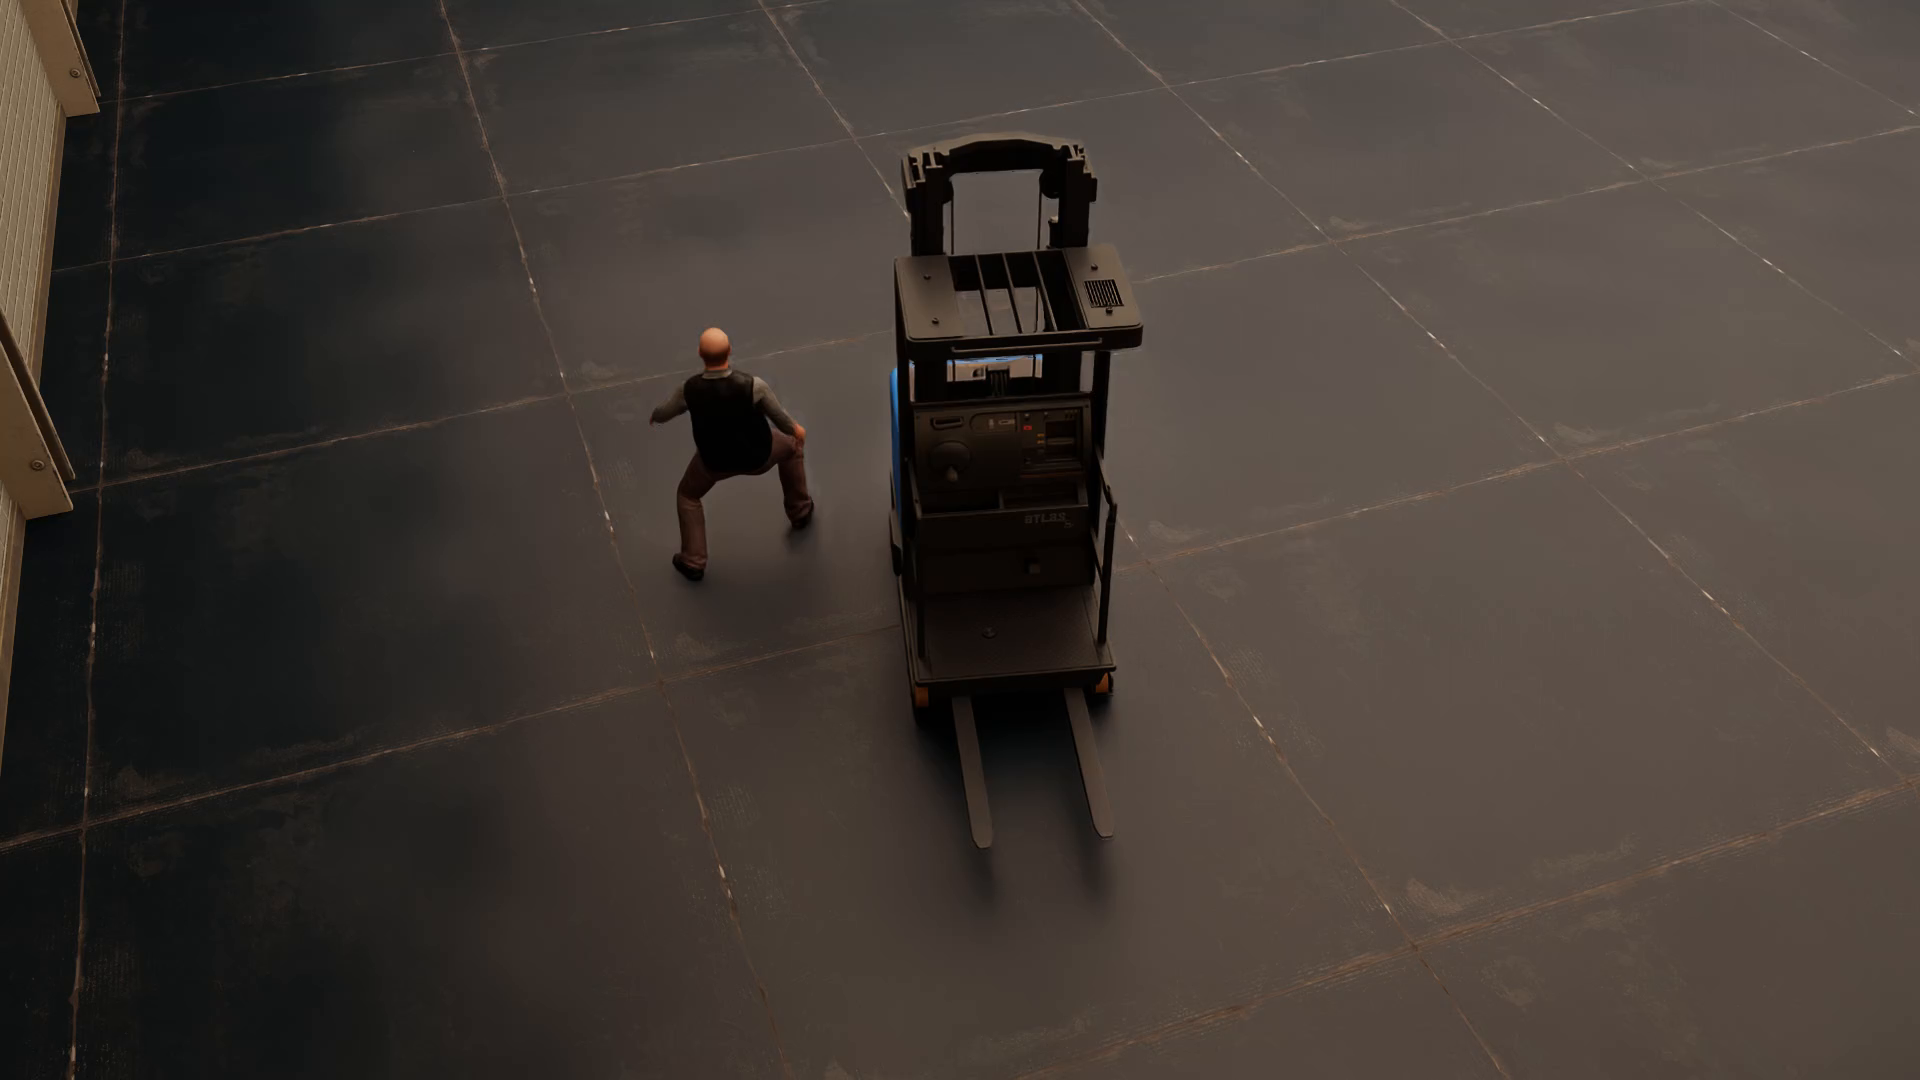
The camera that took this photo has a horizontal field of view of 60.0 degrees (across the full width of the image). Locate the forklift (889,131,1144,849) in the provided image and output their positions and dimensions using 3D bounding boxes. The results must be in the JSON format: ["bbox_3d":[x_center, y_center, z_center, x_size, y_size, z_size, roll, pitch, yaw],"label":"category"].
[{"bbox_3d":[0.251,-0.434,8.513,1.130,2.935,3.031,-4,40,-5],"label":"forklift"}]

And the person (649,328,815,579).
[{"bbox_3d":[-1.378,-0.572,9.763,0.939,1.587,0.714,0,40,0],"label":"person"}]
